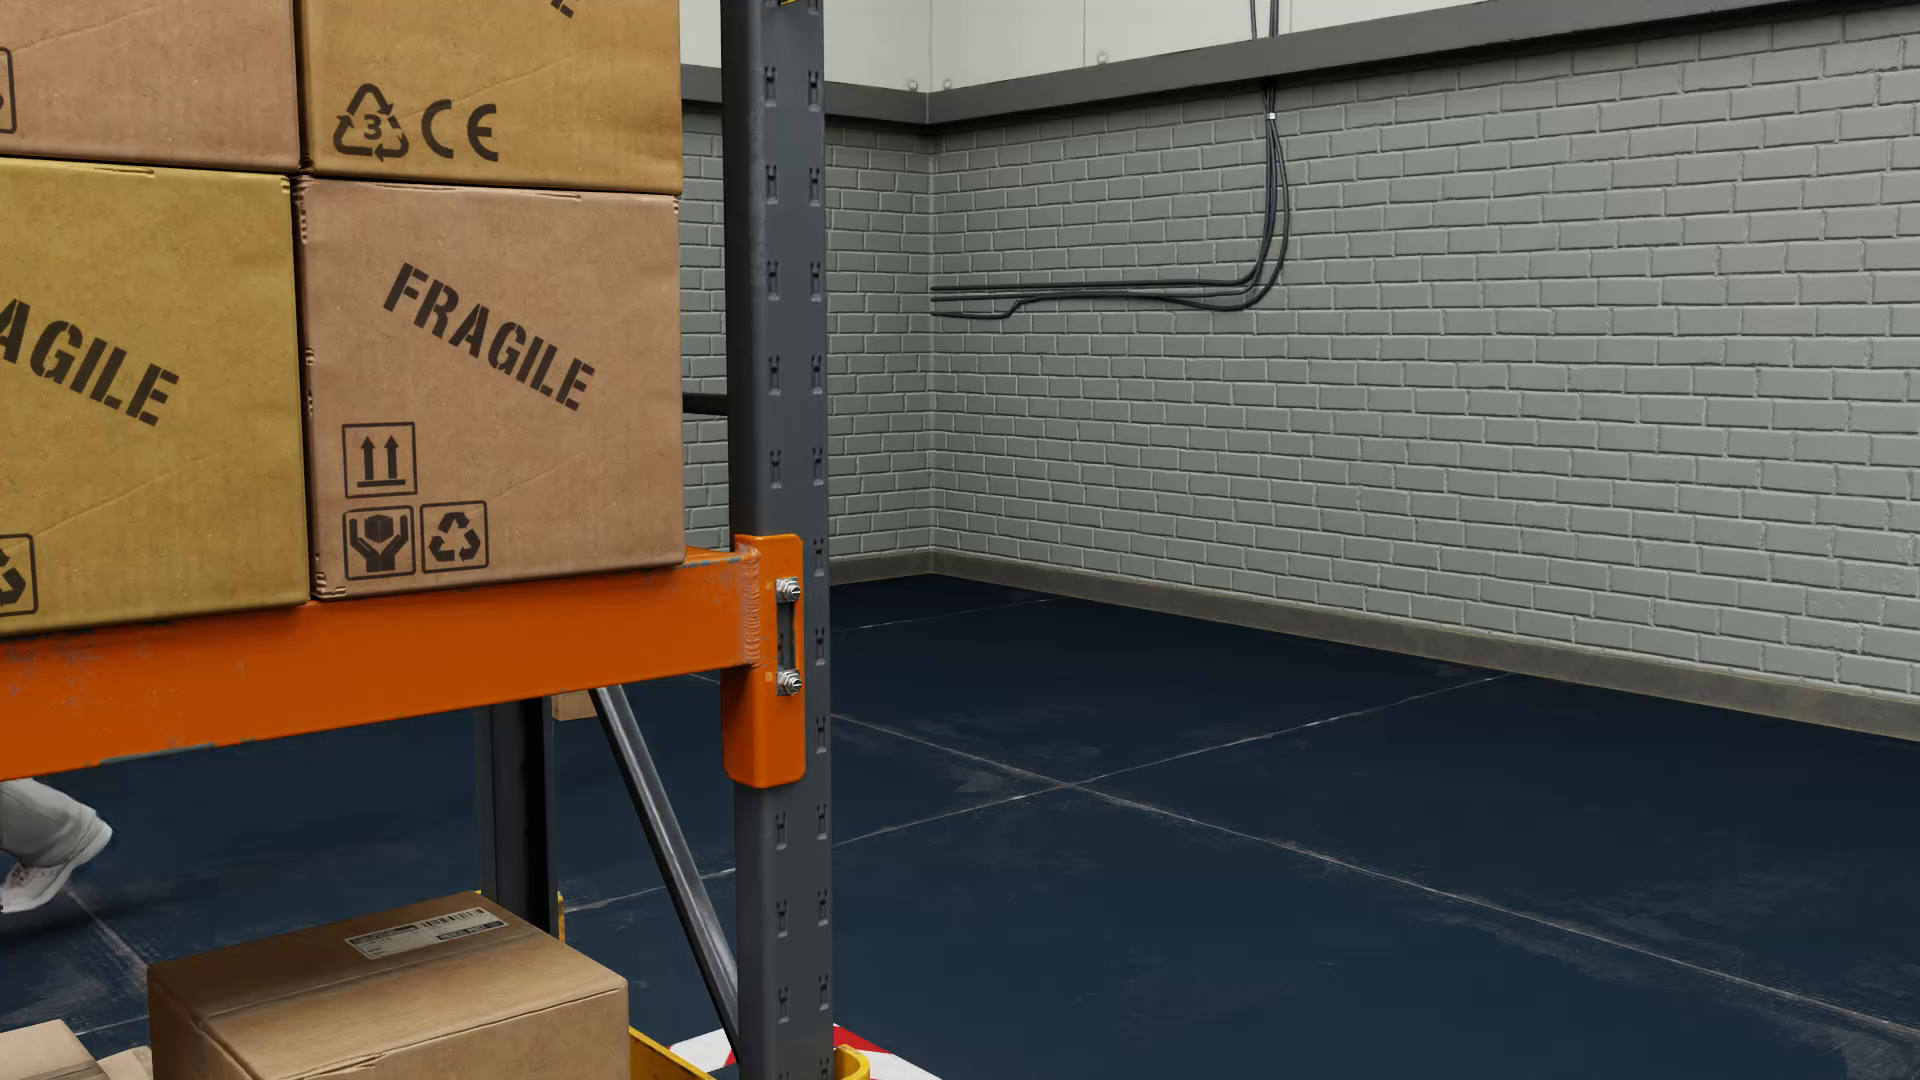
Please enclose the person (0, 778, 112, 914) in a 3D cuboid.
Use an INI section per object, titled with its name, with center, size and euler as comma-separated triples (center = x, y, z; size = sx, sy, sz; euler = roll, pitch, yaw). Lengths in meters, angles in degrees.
[person]
center = -2.699, 0.210, 4.156
size = 0.614, 1.741, 1.043
euler = 4, 9, 31
